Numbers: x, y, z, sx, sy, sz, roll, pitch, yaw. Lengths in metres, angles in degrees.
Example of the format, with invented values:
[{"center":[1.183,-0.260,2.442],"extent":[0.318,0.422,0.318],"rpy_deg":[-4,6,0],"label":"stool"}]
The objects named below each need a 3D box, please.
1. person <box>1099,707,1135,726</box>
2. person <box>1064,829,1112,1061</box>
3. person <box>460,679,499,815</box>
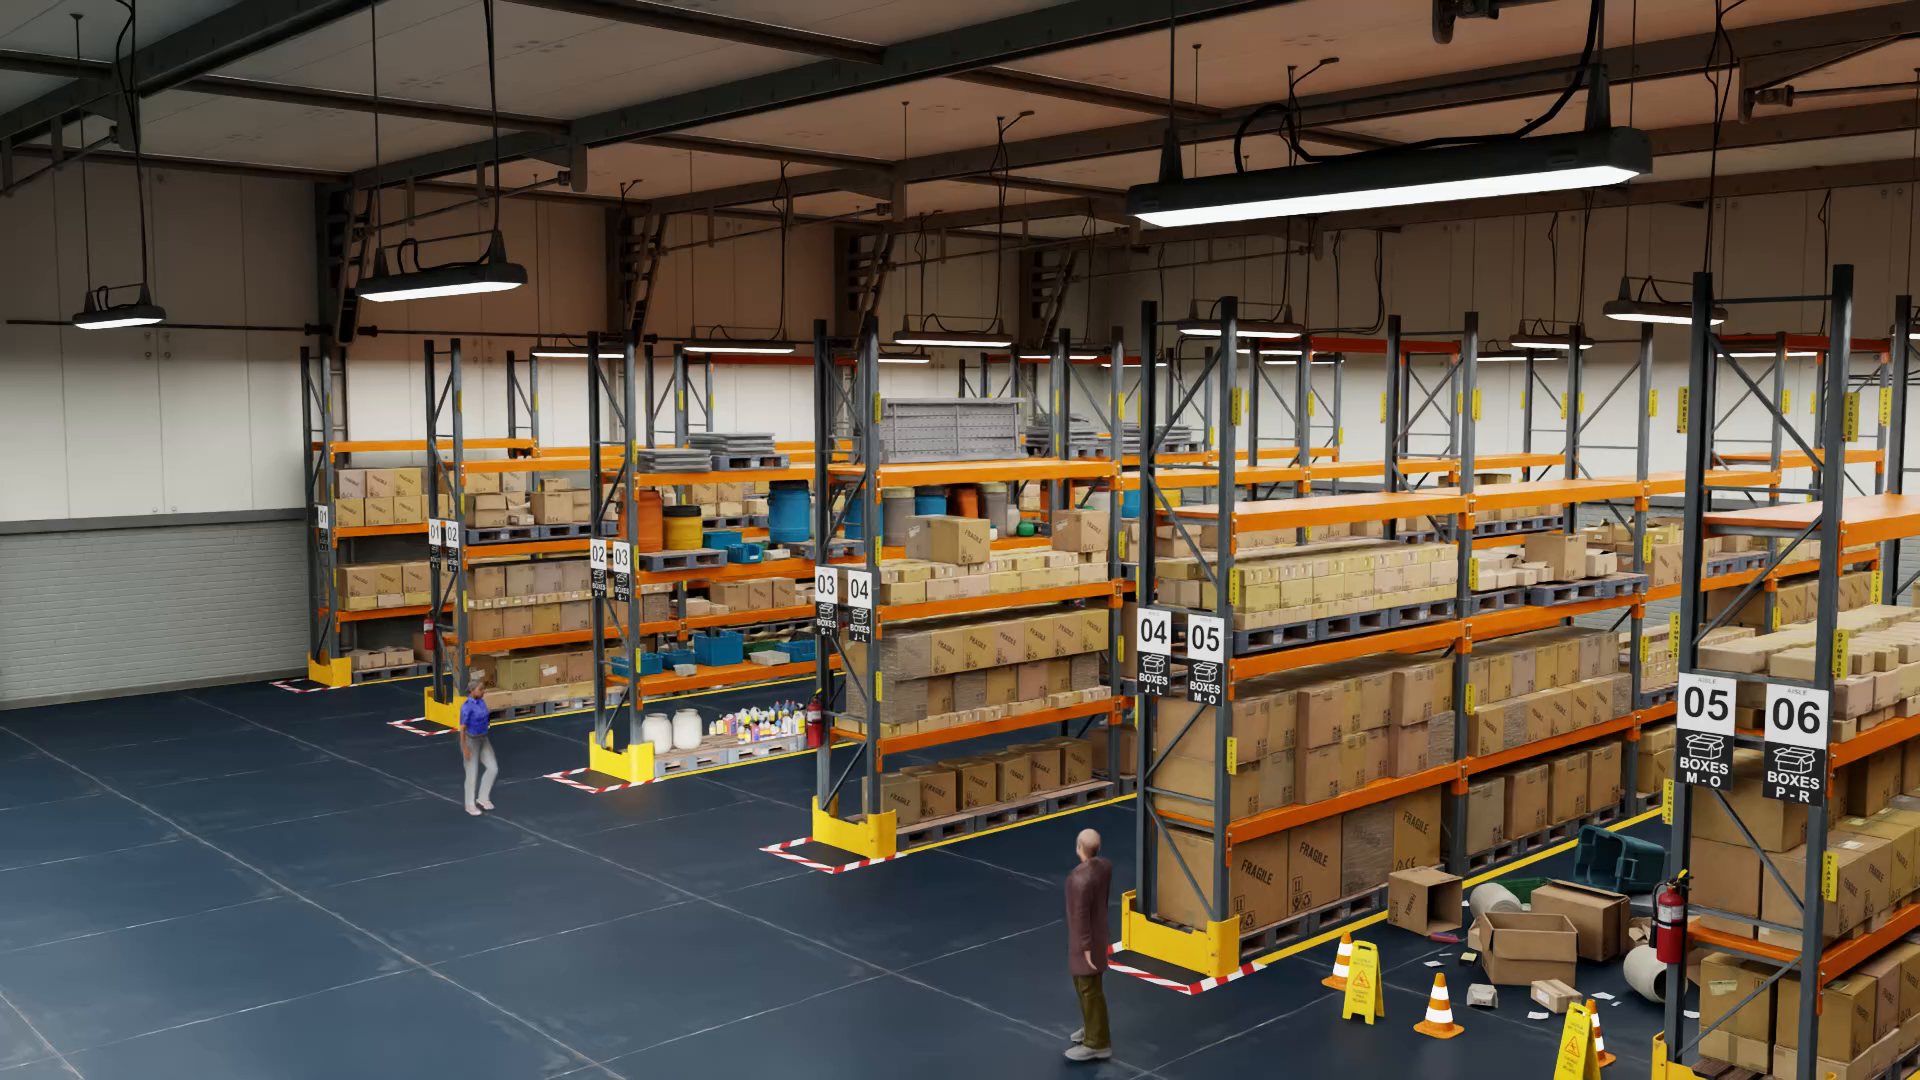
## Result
[{"center":[2.452,1.963,25.764],"extent":[1.028,1.711,0.682],"rpy_deg":[-4,6,-37],"label":"person"},{"center":[1.005,3.129,13.022],"extent":[0.443,1.811,0.701],"rpy_deg":[1,5,16],"label":"person"},{"center":[-5.987,2.567,20.532],"extent":[0.354,1.706,0.545],"rpy_deg":[2,5,23],"label":"person"}]
